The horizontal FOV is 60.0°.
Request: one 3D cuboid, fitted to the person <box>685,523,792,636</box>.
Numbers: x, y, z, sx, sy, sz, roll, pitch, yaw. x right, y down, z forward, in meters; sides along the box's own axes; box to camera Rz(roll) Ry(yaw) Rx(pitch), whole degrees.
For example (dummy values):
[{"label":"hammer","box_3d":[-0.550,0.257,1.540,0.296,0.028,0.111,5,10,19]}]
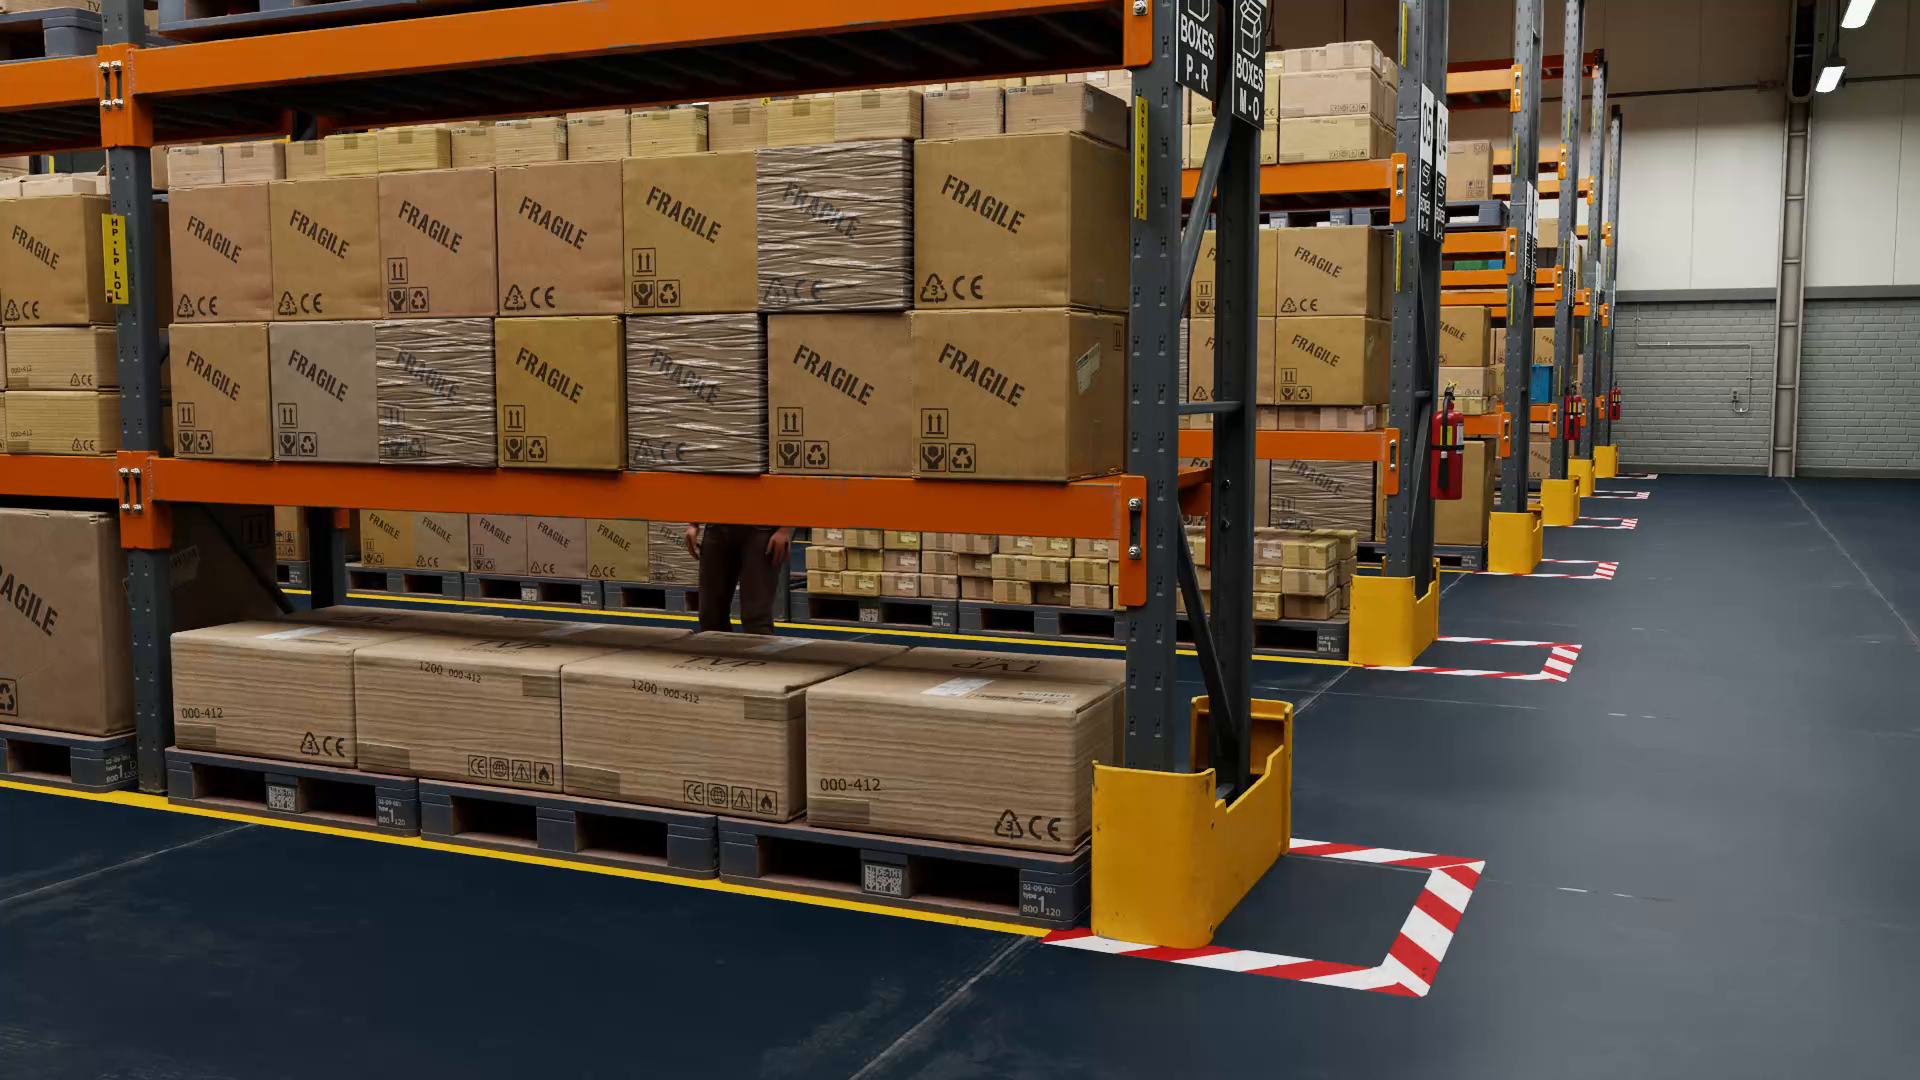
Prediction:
[{"label":"person","box_3d":[-1.042,-0.026,7.922,0.581,1.721,0.463,2,6,24]}]
